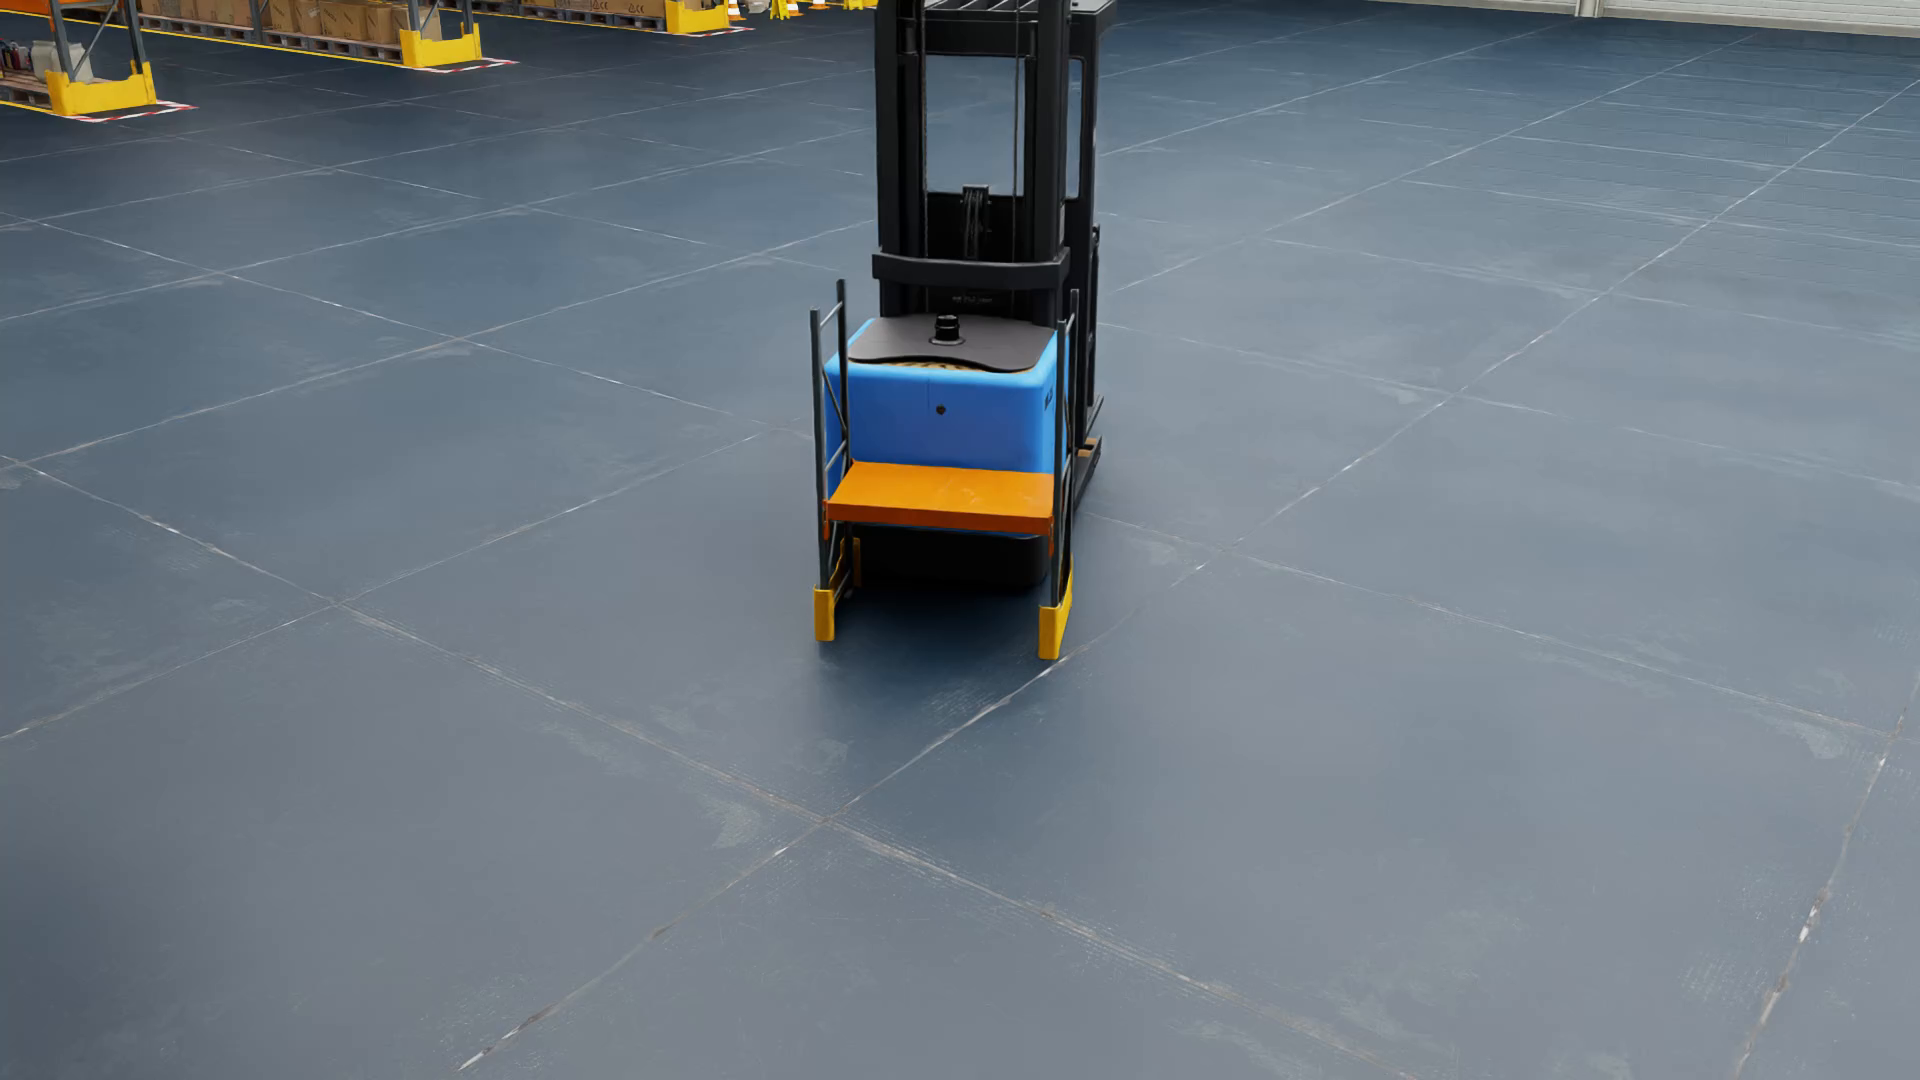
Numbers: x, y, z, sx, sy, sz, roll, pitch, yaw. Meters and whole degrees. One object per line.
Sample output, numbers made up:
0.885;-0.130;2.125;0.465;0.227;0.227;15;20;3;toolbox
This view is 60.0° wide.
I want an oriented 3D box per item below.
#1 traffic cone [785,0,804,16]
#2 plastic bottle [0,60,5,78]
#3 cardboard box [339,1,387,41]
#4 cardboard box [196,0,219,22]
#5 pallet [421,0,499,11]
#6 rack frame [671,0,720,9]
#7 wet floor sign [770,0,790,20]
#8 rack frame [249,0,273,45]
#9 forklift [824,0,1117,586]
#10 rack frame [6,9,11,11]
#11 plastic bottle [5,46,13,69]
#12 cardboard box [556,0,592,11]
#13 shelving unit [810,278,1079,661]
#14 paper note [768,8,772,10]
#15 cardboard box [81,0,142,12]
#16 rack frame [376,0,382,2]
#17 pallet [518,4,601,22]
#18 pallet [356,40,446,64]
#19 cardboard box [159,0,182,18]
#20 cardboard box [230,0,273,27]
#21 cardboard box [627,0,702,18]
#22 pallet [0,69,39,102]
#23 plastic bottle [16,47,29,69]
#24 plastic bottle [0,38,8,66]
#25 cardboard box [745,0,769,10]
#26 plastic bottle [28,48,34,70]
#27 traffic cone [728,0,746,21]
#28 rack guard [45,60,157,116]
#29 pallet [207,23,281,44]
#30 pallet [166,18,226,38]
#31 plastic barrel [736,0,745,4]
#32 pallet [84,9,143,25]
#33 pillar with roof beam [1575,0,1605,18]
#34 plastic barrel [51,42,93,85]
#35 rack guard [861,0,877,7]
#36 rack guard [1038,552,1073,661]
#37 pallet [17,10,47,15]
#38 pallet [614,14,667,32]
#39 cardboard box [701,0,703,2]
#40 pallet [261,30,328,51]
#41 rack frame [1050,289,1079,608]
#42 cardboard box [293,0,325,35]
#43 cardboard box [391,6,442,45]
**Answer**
-2.975;-9.544;29.460;0.334;0.463;0.336;17;29;33;traffic cone
-12.232;-6.027;21.156;0.133;0.283;0.061;17;29;33;plastic bottle
-8.886;-7.756;24.835;0.500;0.500;0.500;20;31;38;cardboard box
-11.905;-8.697;26.946;0.500;0.500;0.700;14;27;29;cardboard box
-9.196;-9.984;30.772;1.213;0.211;1.003;17;29;33;pallet
-4.352;-9.836;26.977;0.127;3.000;1.000;17;29;33;rack frame
-3.141;-9.390;28.885;0.232;0.644;0.267;12;26;24;wet floor sign
-10.608;-9.227;25.595;0.127;3.000;1.000;17;29;33;rack frame
0.178;-1.696;8.587;1.130;2.935;3.031;5;24;11;forklift
-17.010;-11.162;29.986;0.127;3.000;1.000;17;29;33;rack frame
-12.519;-6.361;21.913;0.133;0.283;0.061;17;29;33;plastic bottle
-6.368;-9.632;28.627;0.875;0.875;0.875;17;29;34;cardboard box
-0.063;-0.318;7.234;1.083;1.500;0.587;4;24;9;shelving unit
-3.414;-9.685;30.317;0.142;0.019;0.148;7;25;15;paper note
-14.349;-9.588;28.528;0.875;0.875;1.225;15;28;31;cardboard box
-10.753;-11.770;31.367;0.127;3.000;1.000;17;29;33;rack frame
-6.991;-9.318;29.260;1.213;0.211;1.003;17;29;33;pallet
-8.097;-7.210;24.476;1.213;0.211;1.003;17;29;33;pallet
-12.809;-8.966;27.558;0.500;0.500;0.700;14;27;29;cardboard box
-11.087;-8.440;26.363;0.500;0.500;0.700;14;28;29;cardboard box
-4.934;-9.198;27.644;0.875;0.875;0.875;17;29;34;cardboard box
-12.086;-5.883;21.462;1.213;0.211;1.003;17;29;33;pallet
-12.351;-6.356;21.912;0.135;0.276;0.152;17;29;34;plastic bottle
-12.737;-6.509;22.166;0.185;0.351;0.144;15;28;31;plastic bottle
-3.724;-9.818;30.471;0.380;0.149;0.250;-10;26;-21;cardboard box
-12.158;-6.310;21.812;0.097;0.271;0.097;0;24;0;plastic bottle
-3.925;-9.262;28.819;0.334;0.463;0.336;17;29;33;traffic cone
-10.467;-5.521;20.284;0.348;0.500;1.175;17;29;33;rack guard
-11.232;-8.139;26.584;1.213;0.211;1.003;17;29;33;pallet
-12.212;-8.434;27.253;1.213;0.211;1.003;17;29;33;pallet
-4.025;-10.289;31.201;0.512;0.421;0.421;-5;24;-12;plastic barrel
-14.395;-9.133;28.841;1.213;0.211;1.003;17;29;33;pallet
8.514;-11.973;24.388;0.400;9.000;9.100;17;29;33;pillar with roof beam
-10.950;-5.850;20.495;0.421;0.512;0.421;0;24;0;plastic barrel
-1.525;-10.332;31.202;0.348;0.500;1.175;17;29;33;rack guard
0.427;0.289;7.407;0.087;0.250;0.587;4;24;9;rack guard
-16.347;-9.724;30.180;1.213;0.211;1.003;17;29;33;pallet
-5.039;-8.728;27.920;1.213;0.211;1.003;17;29;33;pallet
-5.141;-10.208;30.750;0.503;0.637;0.797;17;29;33;cardboard box
-10.050;-7.800;25.815;1.213;0.211;1.003;17;29;33;pallet
0.446;-0.282;7.152;0.032;1.500;0.500;4;24;9;rack frame
-9.849;-8.030;25.457;0.500;0.500;0.500;-16;28;-31;cardboard box
-7.897;-7.465;24.174;0.500;0.500;0.500;-20;31;-38;cardboard box
